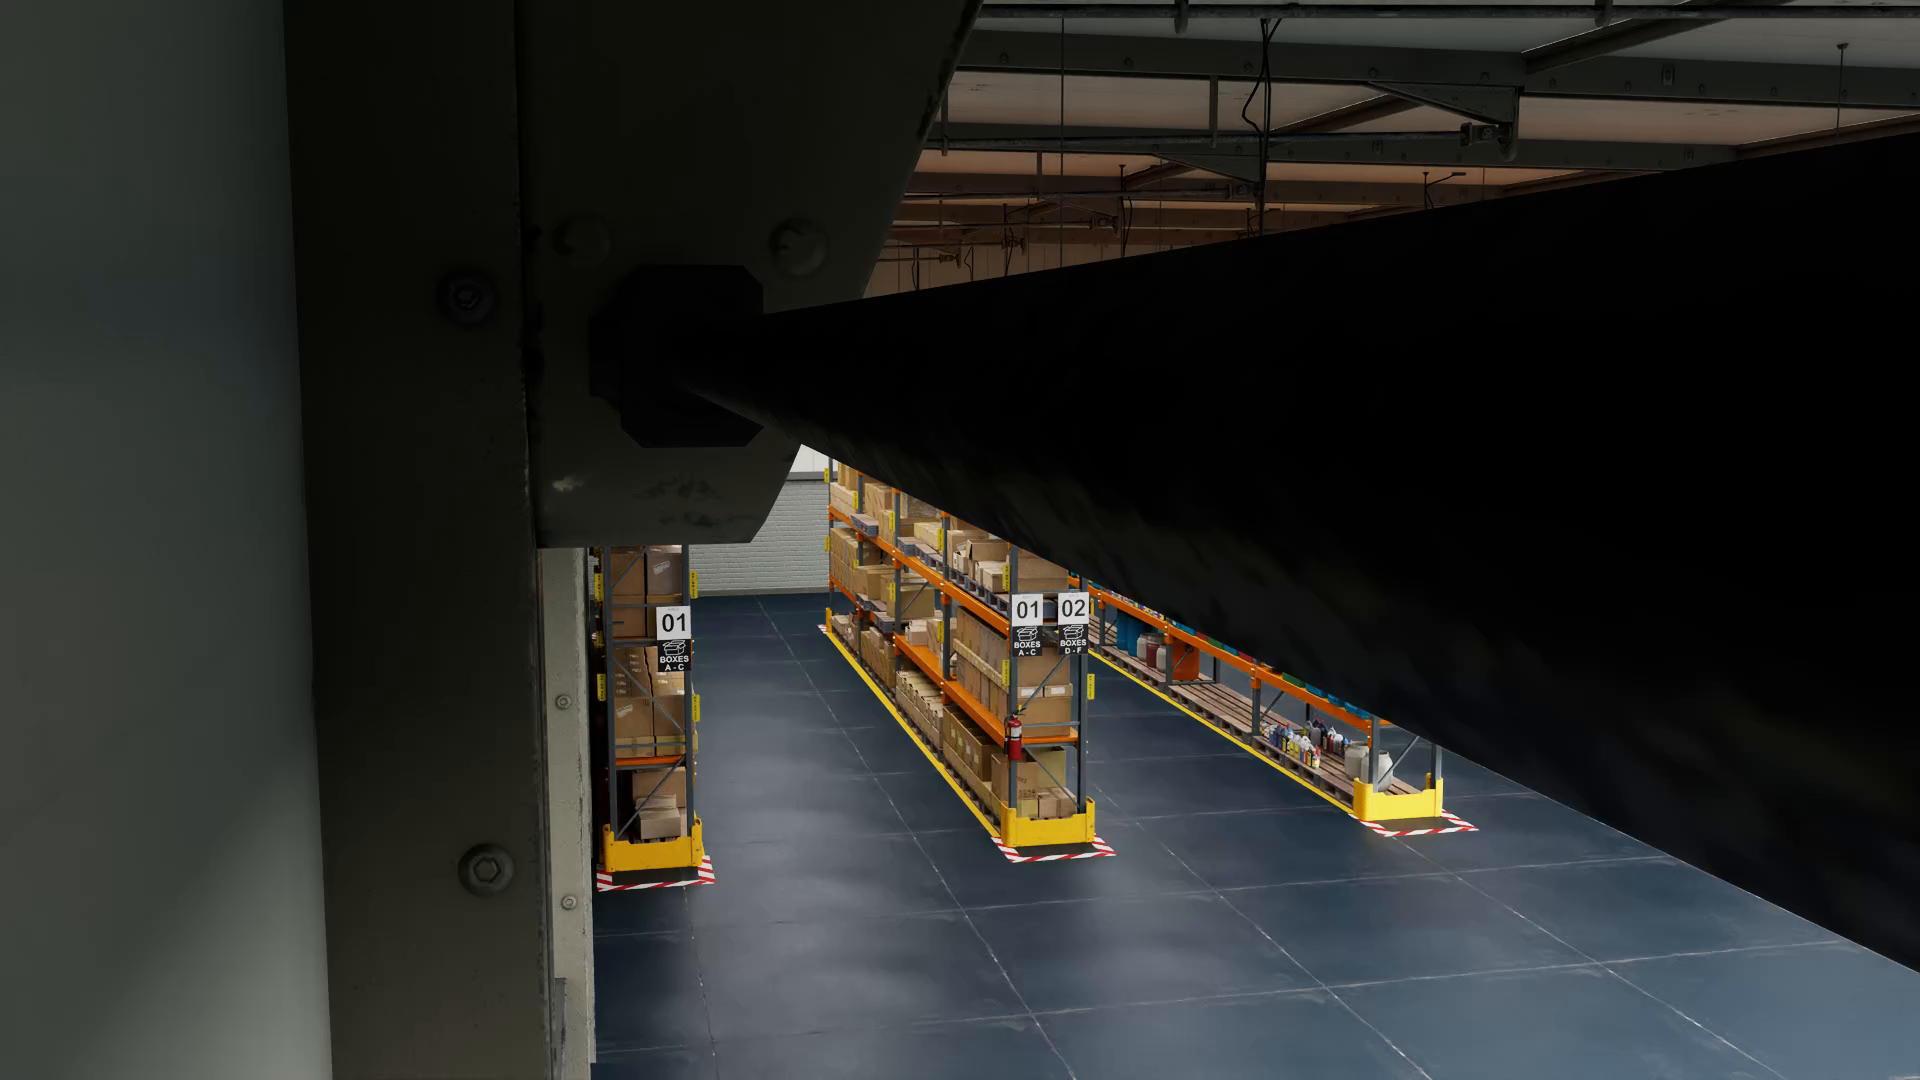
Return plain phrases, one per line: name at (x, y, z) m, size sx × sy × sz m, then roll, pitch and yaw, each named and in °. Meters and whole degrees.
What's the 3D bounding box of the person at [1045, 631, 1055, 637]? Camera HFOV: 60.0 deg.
person at (1.527, 1.955, 29.978) m, size 0.546 × 1.678 × 0.641 m, roll -2°, pitch 7°, yaw -17°
